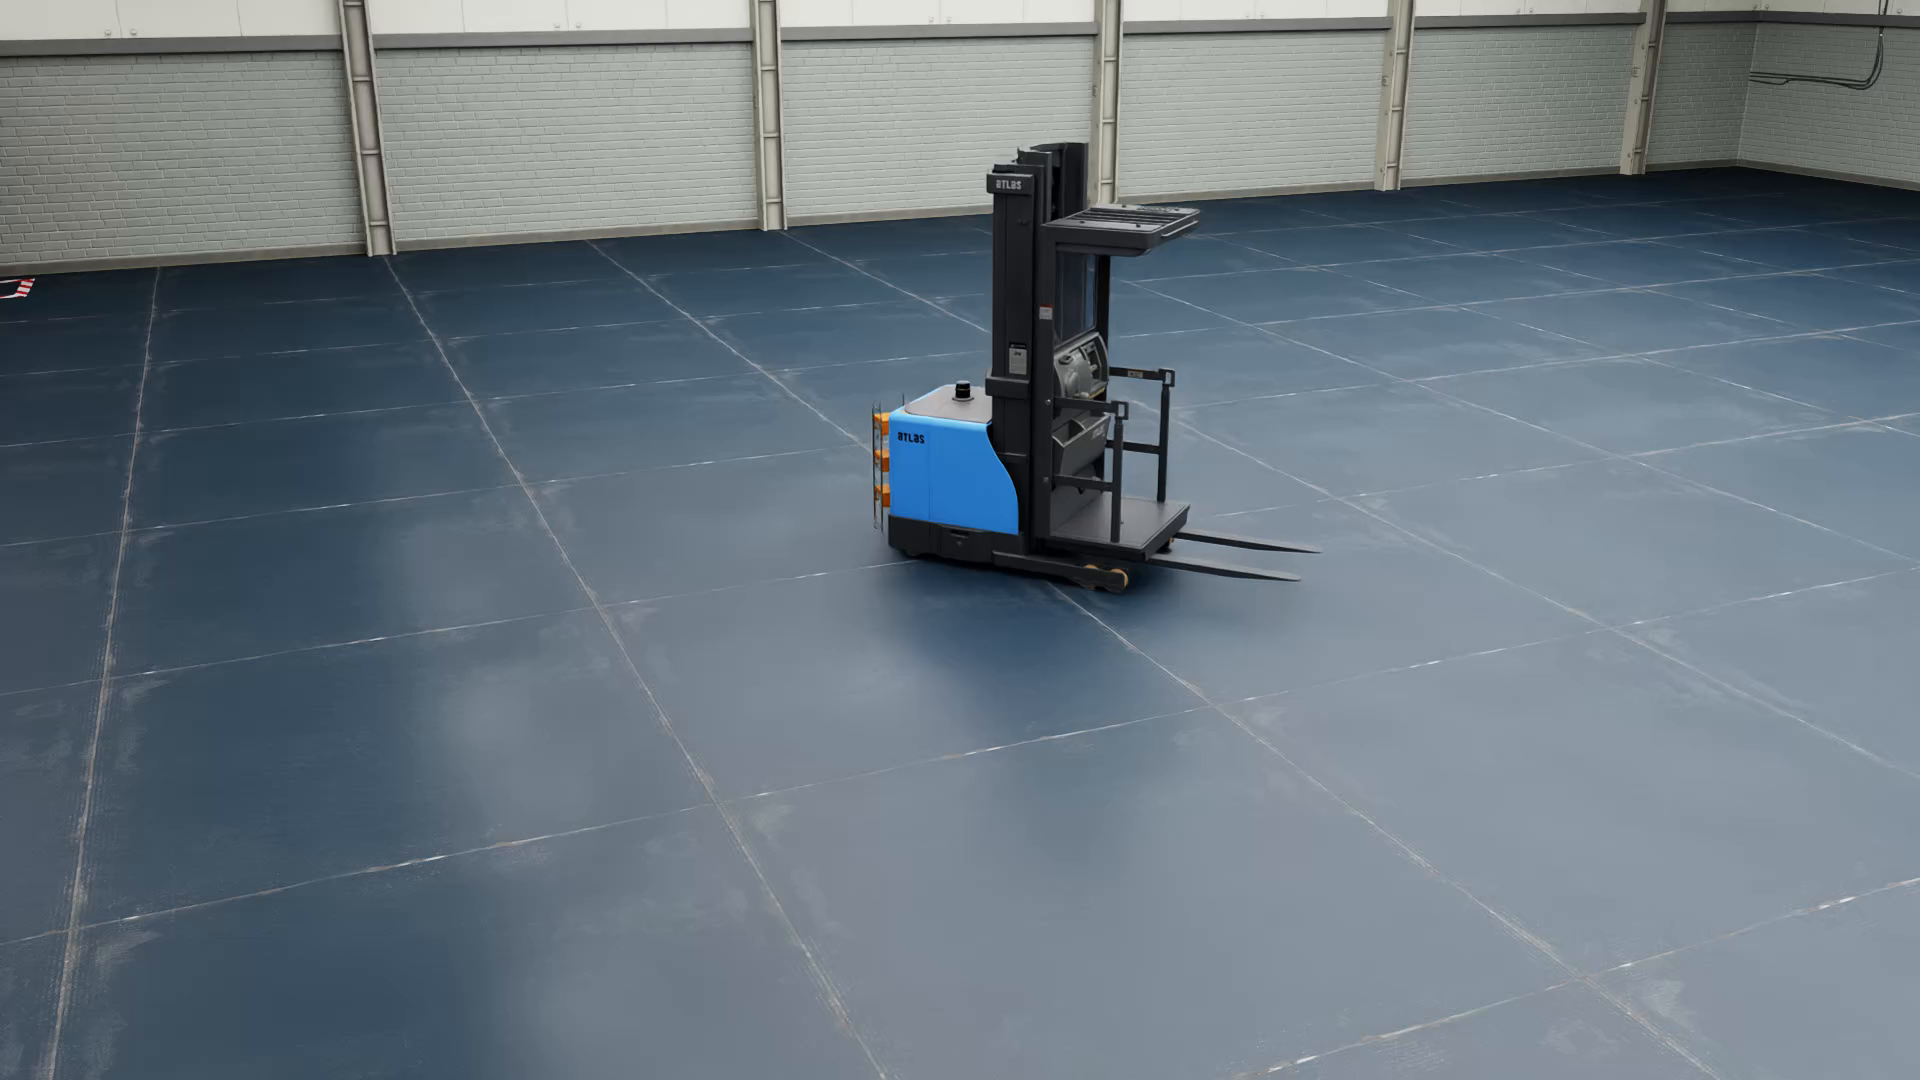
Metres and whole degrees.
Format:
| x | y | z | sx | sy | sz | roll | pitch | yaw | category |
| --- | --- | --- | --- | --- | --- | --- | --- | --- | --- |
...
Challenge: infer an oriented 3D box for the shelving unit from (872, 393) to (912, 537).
| x | y | z | sx | sy | sz | roll | pitch | yaw | category |
| --- | --- | --- | --- | --- | --- | --- | --- | --- | --- |
| -0.506 | -0.562 | 12.536 | 0.252 | 1.050 | 0.215 | -7 | 21 | -20 | shelving unit |

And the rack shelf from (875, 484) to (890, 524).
| x | y | z | sx | sy | sz | roll | pitch | yaw | category |
| --- | --- | --- | --- | --- | --- | --- | --- | --- | --- |
| -0.506 | -0.290 | 12.632 | 0.240 | 0.259 | 0.215 | -7 | 21 | -20 | rack shelf |

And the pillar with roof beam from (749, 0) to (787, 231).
| x | y | z | sx | sy | sz | roll | pitch | yaw | category |
| --- | --- | --- | --- | --- | --- | --- | --- | --- | --- |
| -1.306 | -7.939 | 21.519 | 0.400 | 9.000 | 9.100 | -8 | 21 | -22 | pillar with roof beam |

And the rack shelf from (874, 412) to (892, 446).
| x | y | z | sx | sy | sz | roll | pitch | yaw | category |
| --- | --- | --- | --- | --- | --- | --- | --- | --- | --- |
| -0.506 | -0.819 | 12.446 | 0.240 | 0.259 | 0.215 | -7 | 21 | -20 | rack shelf |

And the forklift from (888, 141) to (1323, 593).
| x | y | z | sx | sy | sz | roll | pitch | yaw | category |
| --- | --- | --- | --- | --- | --- | --- | --- | --- | --- |
| 1.032 | -1.216 | 11.562 | 3.031 | 2.935 | 1.130 | 9 | 21 | 24 | forklift |

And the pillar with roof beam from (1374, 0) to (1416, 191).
| x | y | z | sx | sy | sz | roll | pitch | yaw | category |
| --- | --- | --- | --- | --- | --- | --- | --- | --- | --- |
| 9.712 | -9.517 | 26.002 | 0.400 | 9.000 | 9.100 | -8 | 21 | -22 | pillar with roof beam |

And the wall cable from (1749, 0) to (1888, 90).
| x | y | z | sx | sy | sz | roll | pitch | yaw | category |
| --- | --- | --- | --- | --- | --- | --- | --- | --- | --- |
| 16.745 | -10.139 | 32.444 | 0.112 | 2.526 | 3.097 | -8 | 21 | -22 | wall cable |

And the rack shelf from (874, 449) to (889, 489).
| x | y | z | sx | sy | sz | roll | pitch | yaw | category |
| --- | --- | --- | --- | --- | --- | --- | --- | --- | --- |
| -0.506 | -0.552 | 12.540 | 0.240 | 0.259 | 0.215 | -7 | 21 | -20 | rack shelf |

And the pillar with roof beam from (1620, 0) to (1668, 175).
| x | y | z | sx | sy | sz | roll | pitch | yaw | category |
| --- | --- | --- | --- | --- | --- | --- | --- | --- | --- |
| 15.221 | -10.307 | 28.244 | 0.400 | 9.000 | 9.100 | -8 | 21 | -22 | pillar with roof beam |

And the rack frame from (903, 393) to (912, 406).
| x | y | z | sx | sy | sz | roll | pitch | yaw | category |
| --- | --- | --- | --- | --- | --- | --- | --- | --- | --- |
| -0.392 | -0.576 | 12.578 | 0.008 | 1.050 | 0.200 | -7 | 21 | -20 | rack frame |

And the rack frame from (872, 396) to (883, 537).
| x | y | z | sx | sy | sz | roll | pitch | yaw | category |
| --- | --- | --- | --- | --- | --- | --- | --- | --- | --- |
| -0.620 | -0.547 | 12.495 | 0.008 | 1.050 | 0.200 | -7 | 21 | -20 | rack frame |

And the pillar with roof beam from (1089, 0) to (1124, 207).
| x | y | z | sx | sy | sz | roll | pitch | yaw | category |
| --- | --- | --- | --- | --- | --- | --- | --- | --- | --- |
| 4.203 | -8.728 | 23.761 | 0.400 | 9.000 | 9.100 | -8 | 21 | -22 | pillar with roof beam |

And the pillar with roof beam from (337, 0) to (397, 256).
| x | y | z | sx | sy | sz | roll | pitch | yaw | category |
| --- | --- | --- | --- | --- | --- | --- | --- | --- | --- |
| -6.815 | -7.149 | 19.277 | 0.400 | 9.000 | 9.100 | -8 | 21 | -22 | pillar with roof beam |
